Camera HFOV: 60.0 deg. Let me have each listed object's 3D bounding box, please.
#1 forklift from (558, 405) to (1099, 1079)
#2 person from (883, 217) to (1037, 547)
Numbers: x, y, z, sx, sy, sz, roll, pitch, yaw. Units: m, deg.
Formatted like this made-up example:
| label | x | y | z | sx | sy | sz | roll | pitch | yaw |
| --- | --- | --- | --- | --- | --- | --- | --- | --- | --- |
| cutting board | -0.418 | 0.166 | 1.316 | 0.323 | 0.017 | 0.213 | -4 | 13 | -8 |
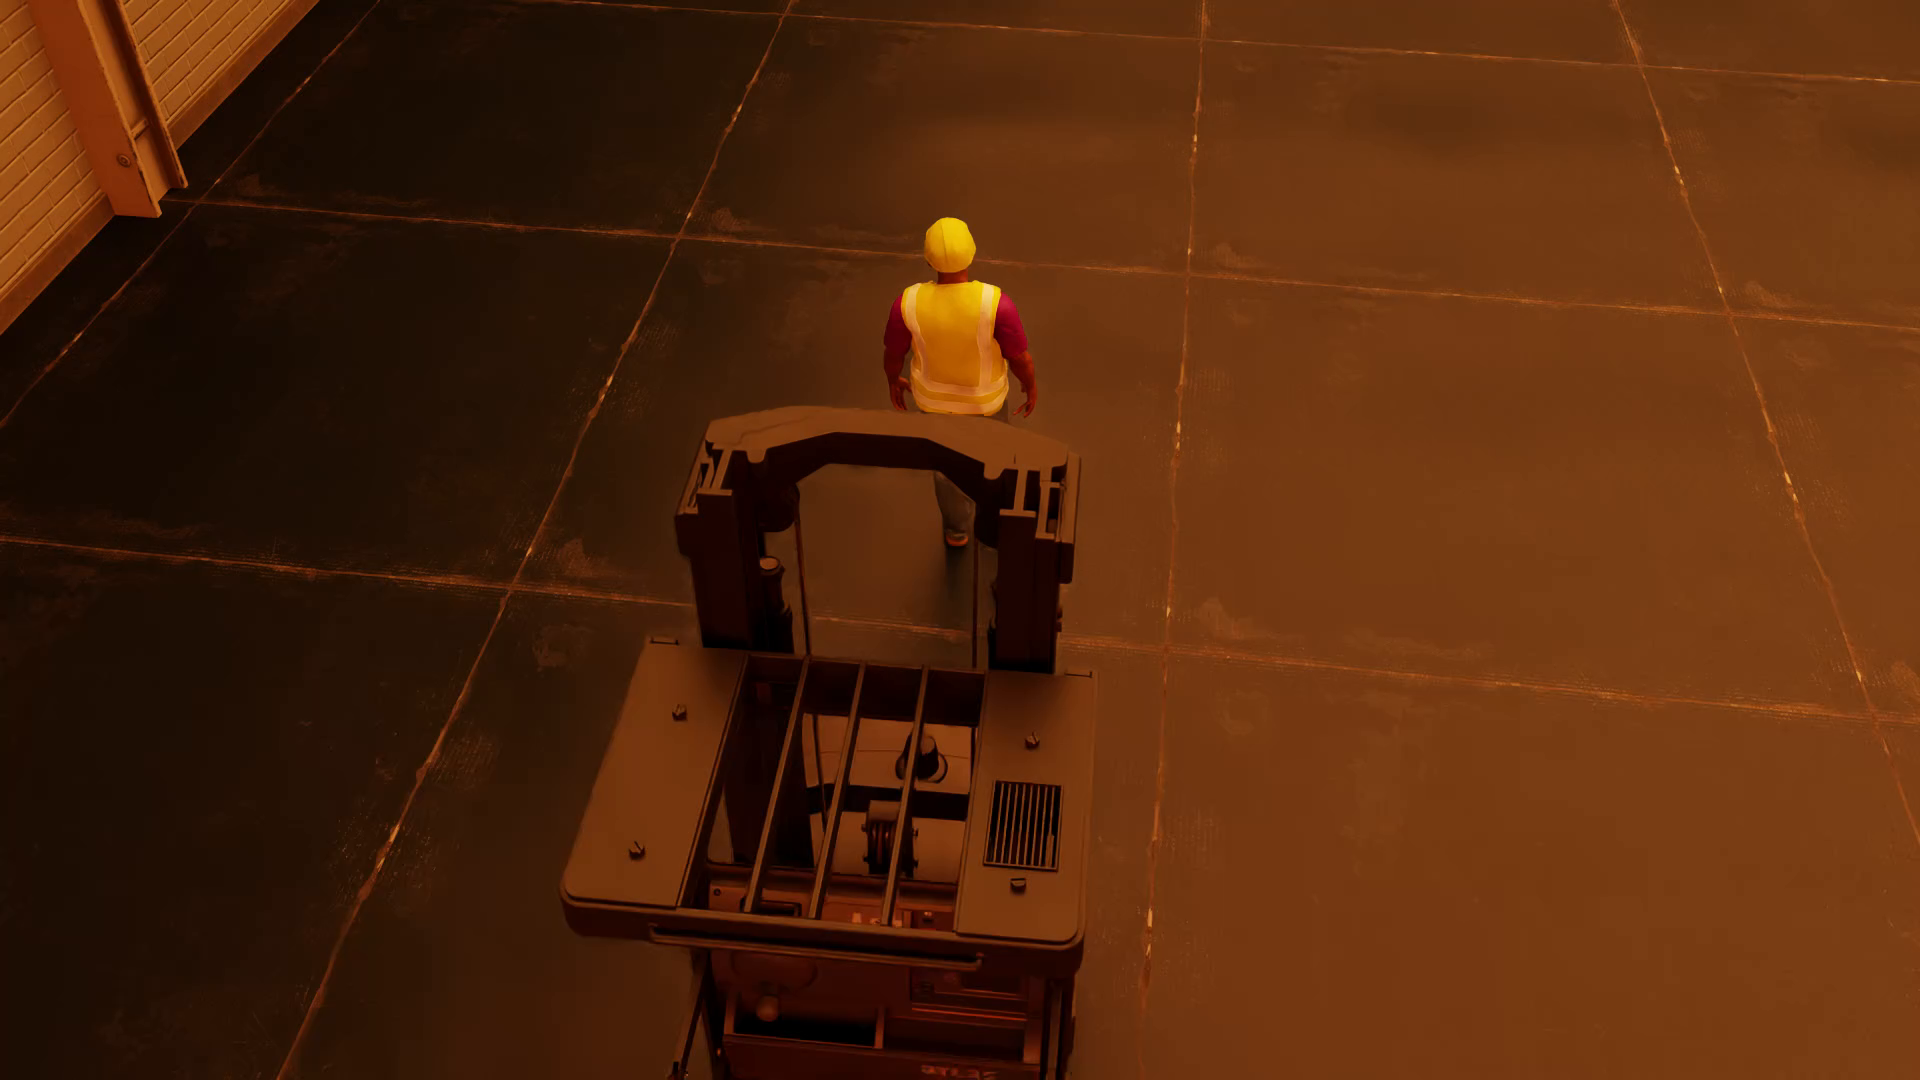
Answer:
| label | x | y | z | sx | sy | sz | roll | pitch | yaw |
| --- | --- | --- | --- | --- | --- | --- | --- | --- | --- |
| forklift | -0.245 | 1.227 | 4.388 | 1.130 | 2.935 | 3.031 | 4 | 43 | 4 |
| person | 0.014 | -0.702 | 7.339 | 0.666 | 1.768 | 0.575 | 5 | 43 | 6 |
